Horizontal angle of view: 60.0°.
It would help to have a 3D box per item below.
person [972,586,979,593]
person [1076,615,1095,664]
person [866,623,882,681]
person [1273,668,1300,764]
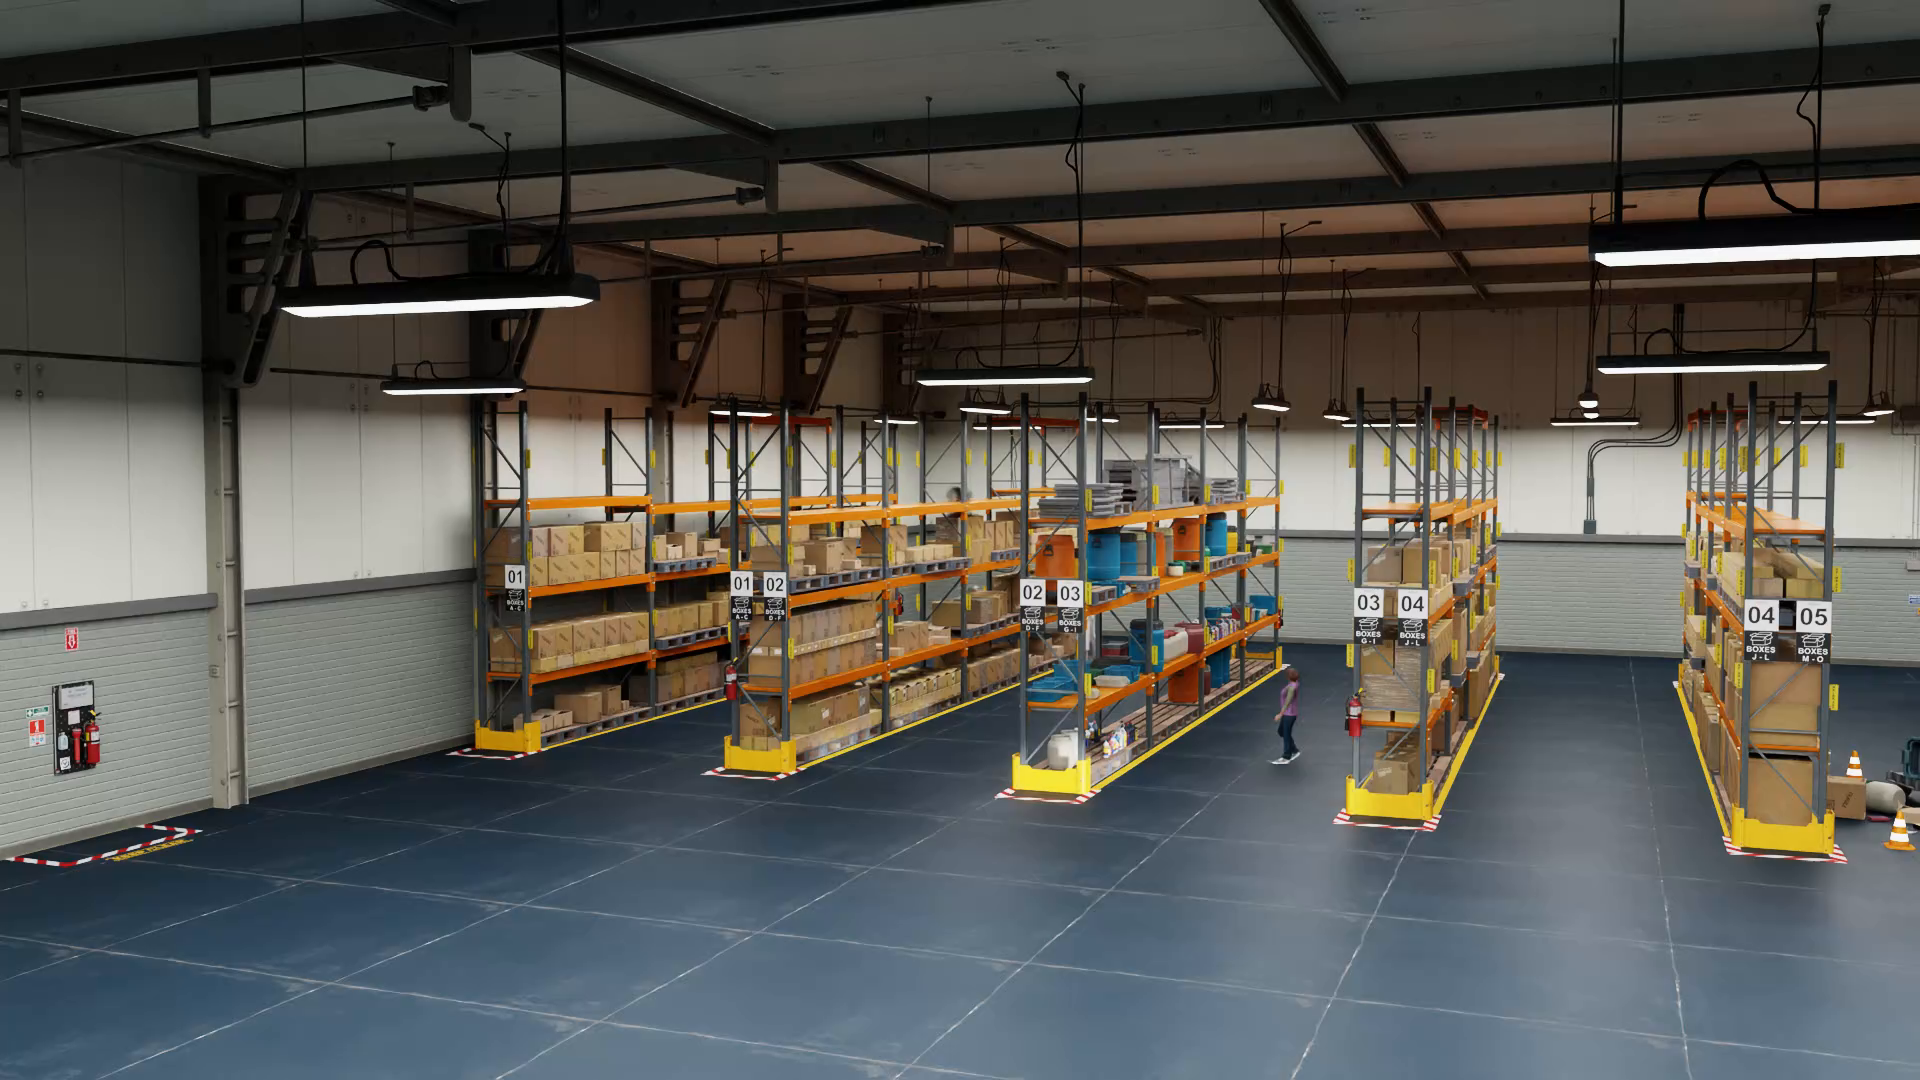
[{"bbox_3d":[0.462,2.050,43.725,0.503,1.684,0.525,1,3,28],"label":"person"},{"bbox_3d":[2.893,2.271,37.846,0.637,1.783,0.513,-2,3,-37],"label":"person"},{"bbox_3d":[-1.841,2.398,35.747,0.644,1.752,0.524,-2,3,-34],"label":"person"},{"bbox_3d":[5.374,2.877,27.309,0.449,1.594,0.494,0,3,8],"label":"person"}]
